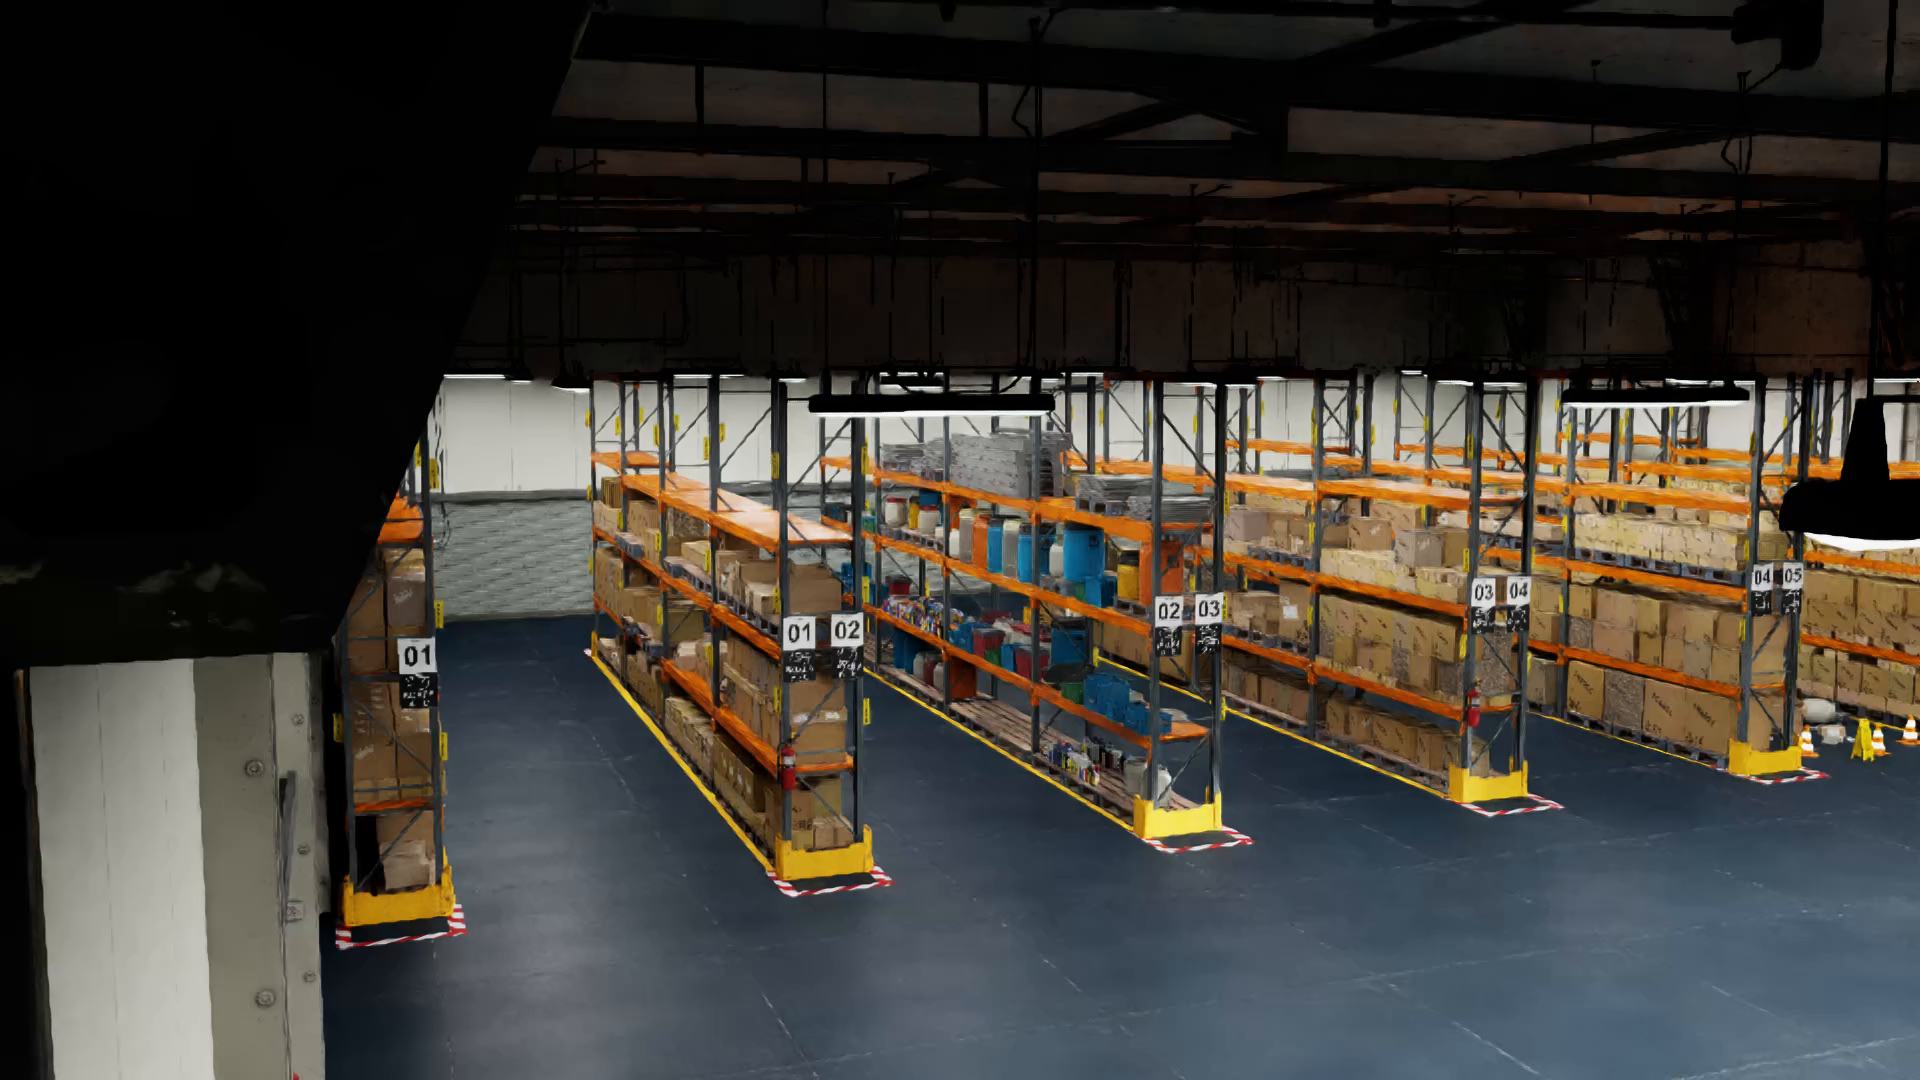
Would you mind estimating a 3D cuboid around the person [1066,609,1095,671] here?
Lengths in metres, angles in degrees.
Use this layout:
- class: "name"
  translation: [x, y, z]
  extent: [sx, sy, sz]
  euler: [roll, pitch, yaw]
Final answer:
- class: "person"
  translation: [2.326, 1.810, 33.316]
  extent: [0.452, 1.589, 1.088]
  euler: [-2, 7, -18]
